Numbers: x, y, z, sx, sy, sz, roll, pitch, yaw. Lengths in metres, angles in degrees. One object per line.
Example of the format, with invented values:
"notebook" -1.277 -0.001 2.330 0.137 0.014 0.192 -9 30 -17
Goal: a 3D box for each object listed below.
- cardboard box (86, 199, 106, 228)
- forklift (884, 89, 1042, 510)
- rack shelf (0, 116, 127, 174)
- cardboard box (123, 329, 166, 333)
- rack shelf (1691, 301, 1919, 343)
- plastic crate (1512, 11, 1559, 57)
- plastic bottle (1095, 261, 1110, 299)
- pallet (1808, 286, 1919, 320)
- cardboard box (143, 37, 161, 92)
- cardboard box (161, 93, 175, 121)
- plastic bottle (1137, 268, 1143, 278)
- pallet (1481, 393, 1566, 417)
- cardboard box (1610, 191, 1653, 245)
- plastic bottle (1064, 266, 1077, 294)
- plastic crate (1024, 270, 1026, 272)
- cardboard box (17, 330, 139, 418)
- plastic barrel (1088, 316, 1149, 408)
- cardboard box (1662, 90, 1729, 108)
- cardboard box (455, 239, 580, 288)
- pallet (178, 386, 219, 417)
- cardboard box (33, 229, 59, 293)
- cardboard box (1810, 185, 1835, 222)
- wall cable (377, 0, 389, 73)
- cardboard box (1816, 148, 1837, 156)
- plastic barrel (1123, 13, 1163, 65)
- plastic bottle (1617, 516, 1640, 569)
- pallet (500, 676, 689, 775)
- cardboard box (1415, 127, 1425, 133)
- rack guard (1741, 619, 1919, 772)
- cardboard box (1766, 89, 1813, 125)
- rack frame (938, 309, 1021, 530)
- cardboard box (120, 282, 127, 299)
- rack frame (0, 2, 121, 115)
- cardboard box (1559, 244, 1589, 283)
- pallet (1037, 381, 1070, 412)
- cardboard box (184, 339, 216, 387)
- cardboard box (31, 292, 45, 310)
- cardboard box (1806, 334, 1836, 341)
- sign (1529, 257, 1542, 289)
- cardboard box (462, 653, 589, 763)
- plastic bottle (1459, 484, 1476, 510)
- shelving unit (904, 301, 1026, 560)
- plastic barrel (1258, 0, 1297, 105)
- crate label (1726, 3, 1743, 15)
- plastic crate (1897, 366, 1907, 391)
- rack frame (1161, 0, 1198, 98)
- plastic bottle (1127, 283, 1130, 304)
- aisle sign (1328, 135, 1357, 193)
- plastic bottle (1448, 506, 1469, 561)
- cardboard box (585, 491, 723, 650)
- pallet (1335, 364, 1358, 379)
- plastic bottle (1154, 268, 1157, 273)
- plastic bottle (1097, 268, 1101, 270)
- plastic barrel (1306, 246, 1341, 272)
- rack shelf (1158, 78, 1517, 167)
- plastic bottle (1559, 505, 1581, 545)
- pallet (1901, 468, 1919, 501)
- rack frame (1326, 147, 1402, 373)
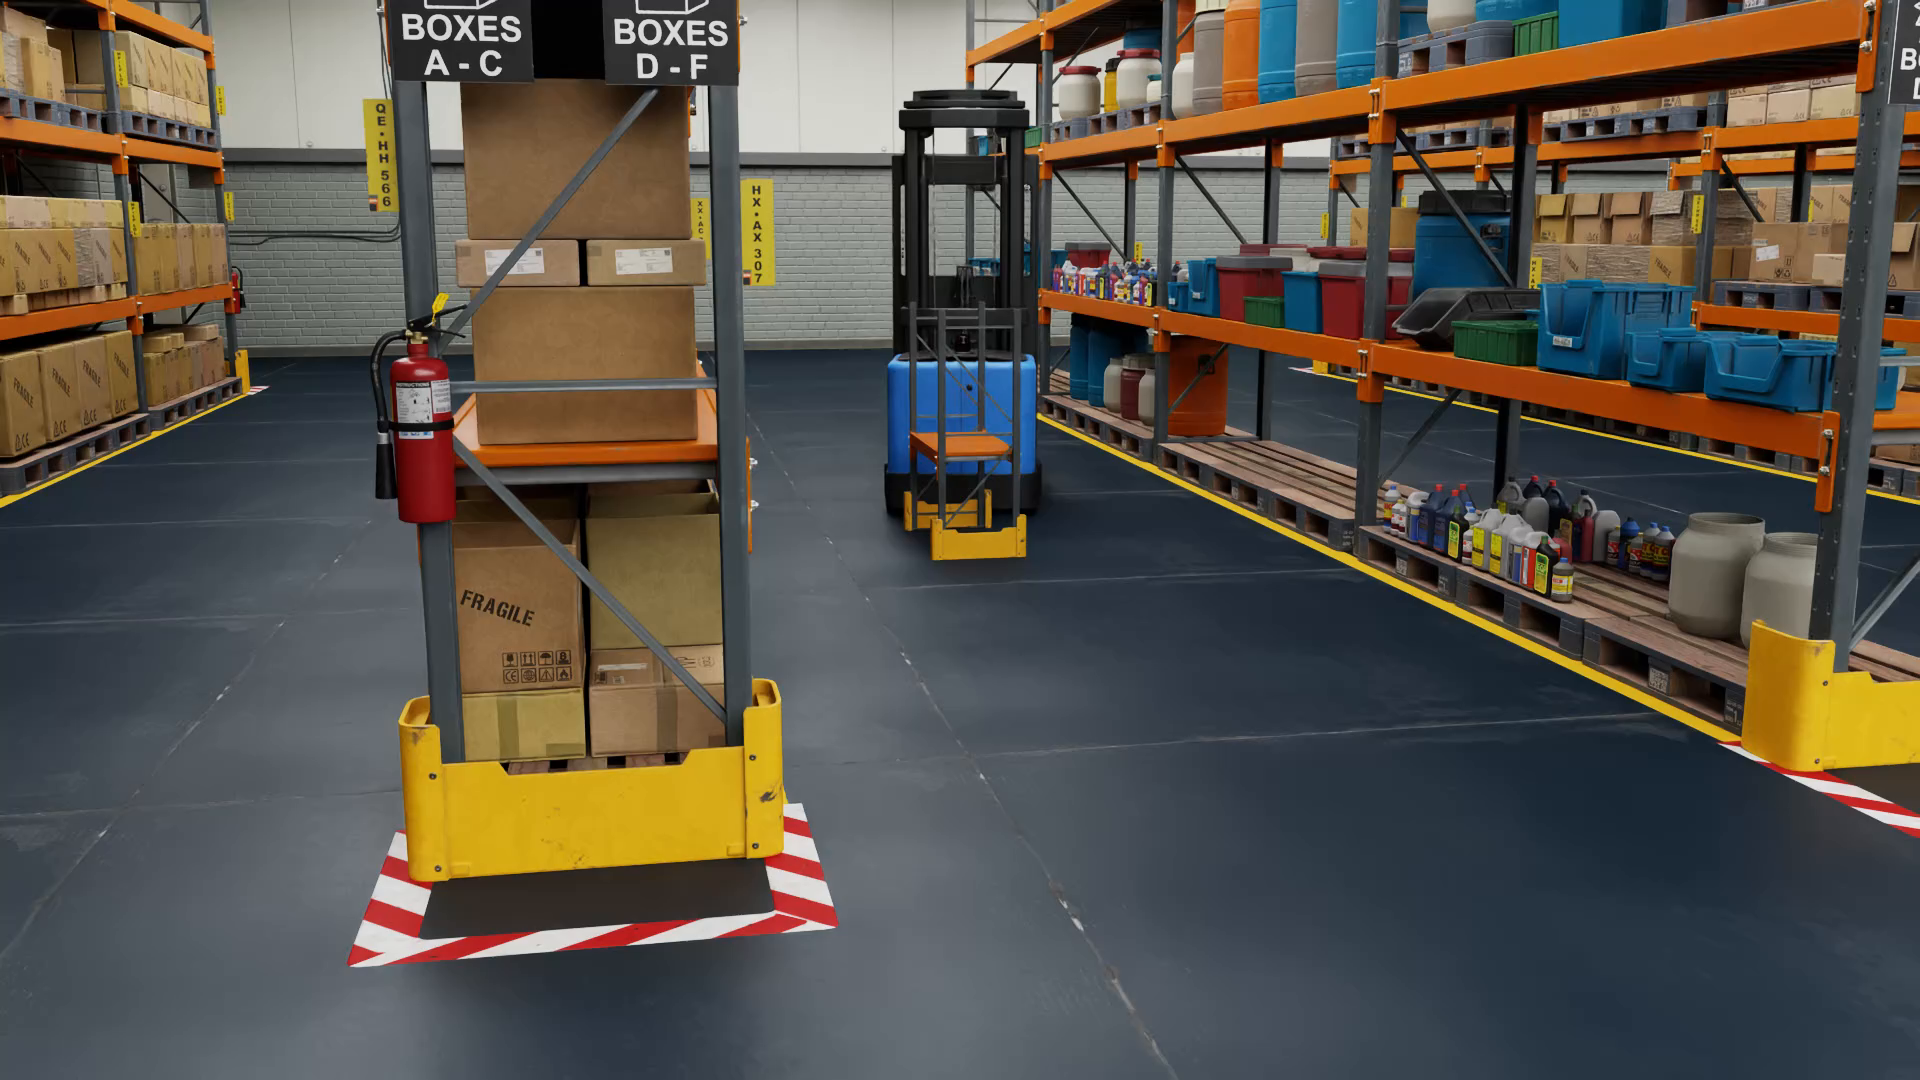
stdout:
"cardboard box" -7.933 -2.894 14.759 0.500 0.250 0.500 -2 11 -10
"forklift" 0.048 -1.868 12.670 1.130 2.935 3.031 0 11 1
"rack shelf" -7.976 -3.245 13.624 1.077 0.370 4.000 -2 11 -11
"cardboard box" -8.932 -2.228 18.205 0.380 0.149 0.250 -2 11 -10
"rack shelf" 7.378 -1.578 12.889 1.077 0.370 4.000 -2 11 -11
"plastic crate" 2.948 -2.455 8.115 0.336 0.188 0.450 -2 11 -11
"plastic bottle" 1.359 -2.451 15.685 0.144 0.351 0.185 -2 11 -11
"pallet" 7.414 -1.842 12.867 1.003 0.211 1.213 -2 11 -11
"cardboard box" -8.335 -4.750 16.614 0.500 0.500 0.500 -2 11 -12
"cardboard box" -8.433 -4.471 17.152 0.500 0.250 0.500 -2 11 -13
"plastic bottle" 1.797 -2.561 16.471 0.097 0.271 0.097 0 11 0
"pallet" 6.435 -1.523 18.135 1.003 0.211 1.213 -2 11 -11
"cardboard box" 6.739 -3.094 15.982 0.797 0.503 0.637 -2 11 -10
"plastic bottle" 1.140 -2.625 16.797 0.152 0.276 0.135 -2 11 -11
"plastic crate" 0.719 -3.060 19.297 0.293 0.136 0.466 -2 11 -11
"cardboard box" -8.111 -1.527 15.324 0.750 0.750 0.750 -2 11 -10
"plastic barrel" 1.580 -1.797 16.604 0.600 0.901 0.708 -2 11 -11
"cardboard box" 6.800 -4.138 14.994 0.797 0.503 0.637 -1 11 -8
"cardboard box" -1.434 -0.902 5.413 0.380 0.149 0.250 -2 11 -12
"pallet" -8.677 -1.488 17.951 1.003 0.211 1.213 -2 11 -11
"cardboard box" -7.619 -2.249 13.373 0.500 0.500 0.500 -2 11 -11
"cardboard box" 10.634 -4.051 20.221 0.500 0.500 0.500 -2 11 -13
"wall cable" -7.239 -8.277 24.911 3.097 2.526 0.112 -2 11 -11
"cardboard box" 10.650 -4.766 20.092 0.500 0.250 0.500 -2 11 -11
"plastic barrel" 1.835 -4.470 15.675 0.600 0.901 0.708 -2 11 -11
"plastic bottle" 3.514 0.011 8.736 0.097 0.271 0.097 0 11 0
"pallet" -1.363 0.760 6.141 1.003 0.211 1.213 -2 11 -11
"cardboard box" 5.937 -5.151 20.057 0.700 0.500 0.500 -2 11 -9
"rack guard" 3.626 0.565 6.392 1.175 0.500 0.348 -2 11 -11
"cardboard box" 6.930 -3.509 13.486 0.500 0.250 0.500 -2 11 -10
"rack frame" 0.115 -0.628 9.984 0.500 1.500 0.032 -2 11 -11
"cardboard box" -8.022 -2.326 15.514 0.380 0.149 0.250 -2 11 -10
"rack frame" -8.365 -5.439 15.203 1.000 3.000 0.127 -2 11 -11
"cardboard box" 6.357 -2.709 16.640 0.500 0.500 0.500 -2 11 -10
"pallet" 1.172 -1.615 18.619 1.003 0.211 1.213 -2 11 -11
"cardboard box" -8.811 -1.987 18.676 0.700 0.500 0.500 -2 11 -11
"cardboard box" -7.702 -1.948 13.527 0.380 0.149 0.250 -2 11 -10
"cardboard box" 10.627 -2.438 20.396 0.380 0.149 0.250 -2 11 -12
"sign" 3.450 -1.538 10.017 0.100 0.325 0.005 -2 11 -11
"cardboard box" -1.567 0.585 5.829 0.500 0.250 0.500 -2 11 -11
"plastic bottle" 2.800 -0.141 9.325 0.144 0.351 0.185 -2 11 -11
"shelving unit" 0.015 -0.723 10.483 0.587 1.500 1.083 -2 11 -11
"plastic barrel" 2.342 -3.430 11.330 0.600 0.901 0.708 -2 11 -11
"crate label" 3.647 -2.407 7.694 0.502 0.251 0.408 -2 11 -11
"plastic crate" 3.828 -0.697 7.042 0.298 0.136 0.250 -2 11 -11
"rack frame" 2.131 -5.065 13.242 1.000 3.000 0.127 -2 11 -11
"plastic bottle" 1.527 -2.197 14.748 0.097 0.201 0.097 0 11 0
"aisle sign" 5.125 -5.045 22.227 0.394 0.787 0.004 -2 11 -11
"plastic bottle" 2.687 -0.037 8.955 0.061 0.283 0.133 -2 11 -8
"cardboard box" -1.158 0.107 6.339 0.500 0.500 0.500 -2 11 -11
"pallet" 5.665 -2.252 21.963 1.003 0.211 1.213 -2 11 -11
"plastic bottle" 1.942 -2.546 16.383 0.152 0.276 0.135 -2 11 -11
"plastic bottle" 1.398 -2.528 16.287 0.152 0.276 0.135 -2 11 -11
"plastic barrel" 2.711 -1.849 12.023 0.433 0.535 0.433 0 11 0
"rack shelf" 2.520 -2.871 11.662 1.077 0.370 4.000 -2 11 -11
"plastic bottle" 3.321 -0.056 9.055 0.061 0.283 0.133 -2 11 -11
"pallet" 7.614 -0.338 11.905 1.003 0.211 1.213 -2 11 -11
"rack frame" 5.433 -3.766 22.458 1.000 3.000 0.127 -2 11 -11
